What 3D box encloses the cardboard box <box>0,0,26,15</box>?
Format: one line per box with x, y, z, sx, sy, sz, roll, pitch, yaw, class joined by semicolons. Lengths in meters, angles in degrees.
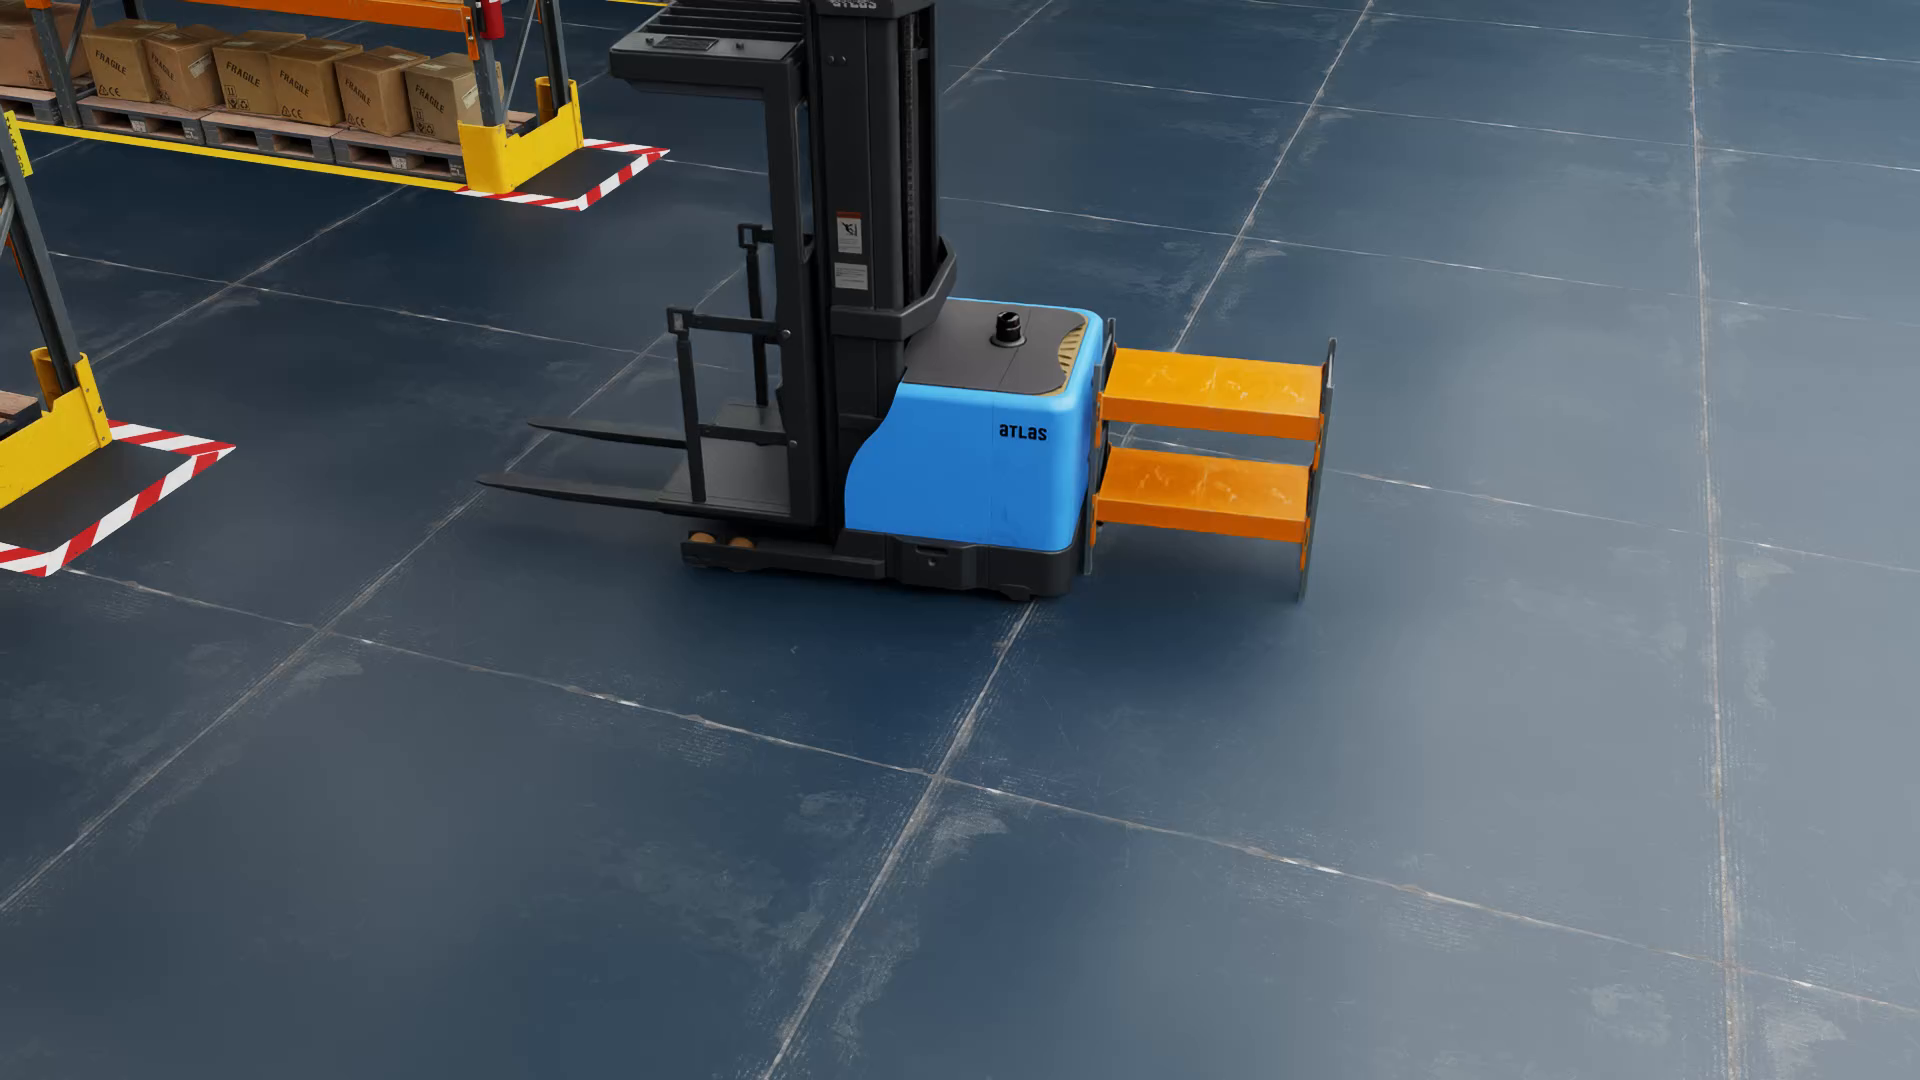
-7.998;-4.183;13.862;0.500;0.500;0.700;11;34;16;cardboard box

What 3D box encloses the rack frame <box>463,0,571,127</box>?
-3.219;-4.096;11.828;0.127;3.000;1.000;11;34;16;rack frame

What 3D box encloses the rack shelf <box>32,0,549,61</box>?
-5.102;-4.160;12.590;4.000;0.370;1.077;11;34;16;rack shelf

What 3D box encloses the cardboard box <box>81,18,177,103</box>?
-6.622;-3.860;13.381;0.500;0.500;0.500;10;34;15;cardboard box

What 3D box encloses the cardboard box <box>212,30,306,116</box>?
-5.469;-3.686;13.111;0.500;0.500;0.500;8;34;12;cardboard box

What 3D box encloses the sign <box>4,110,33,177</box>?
-4.701;-1.963;8.270;0.005;0.325;0.100;11;34;16;sign

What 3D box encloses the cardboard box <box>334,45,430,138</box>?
-4.376;-3.437;12.725;0.500;0.500;0.500;21;38;29;cardboard box

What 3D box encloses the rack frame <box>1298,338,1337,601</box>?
1.655;-0.319;7.706;0.032;1.125;0.500;7;33;10;rack frame

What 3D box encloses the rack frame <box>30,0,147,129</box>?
-6.985;-4.828;12.962;0.127;3.000;1.000;11;34;16;rack frame

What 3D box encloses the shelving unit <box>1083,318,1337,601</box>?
1.157;-0.376;7.795;1.048;1.125;0.538;7;33;10;shelving unit

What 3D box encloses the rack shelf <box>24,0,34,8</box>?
-8.868;-4.892;13.724;4.000;0.370;1.077;11;34;16;rack shelf

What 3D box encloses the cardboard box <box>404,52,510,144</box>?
-3.802;-3.345;12.583;0.500;0.500;0.500;18;37;25;cardboard box

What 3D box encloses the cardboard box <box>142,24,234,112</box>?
-6.080;-3.760;13.225;0.500;0.500;0.500;23;39;31;cardboard box

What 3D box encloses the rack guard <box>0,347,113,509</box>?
-4.978;-0.507;8.574;0.348;0.500;1.175;11;34;16;rack guard

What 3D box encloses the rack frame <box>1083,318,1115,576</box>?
0.660;-0.433;7.884;0.032;1.125;0.500;7;33;10;rack frame

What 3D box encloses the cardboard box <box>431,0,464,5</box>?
-3.557;-3.937;11.814;0.250;0.149;0.380;11;34;16;cardboard box

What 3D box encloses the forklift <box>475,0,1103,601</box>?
-0.872;-1.347;7.633;3.031;2.935;1.130;7;33;10;forklift

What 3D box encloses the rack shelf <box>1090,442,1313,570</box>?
1.157;-0.171;7.928;1.000;0.278;0.538;7;33;10;rack shelf

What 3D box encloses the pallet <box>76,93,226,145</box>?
-6.341;-3.551;13.556;1.213;0.211;1.003;11;34;16;pallet

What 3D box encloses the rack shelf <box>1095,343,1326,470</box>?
1.157;-0.622;7.636;1.000;0.278;0.538;7;33;10;rack shelf

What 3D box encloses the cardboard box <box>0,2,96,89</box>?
-7.556;-4.086;13.712;0.500;0.500;0.700;8;34;13;cardboard box

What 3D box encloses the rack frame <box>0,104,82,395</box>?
-4.890;-1.567;7.911;0.127;3.000;1.000;11;34;16;rack frame

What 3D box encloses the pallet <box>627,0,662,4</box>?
-3.375;-5.769;16.991;1.213;0.211;1.003;11;34;16;pallet

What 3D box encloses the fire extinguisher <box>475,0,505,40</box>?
-3.267;-3.807;11.452;0.183;0.674;0.296;11;34;16;fire extinguisher

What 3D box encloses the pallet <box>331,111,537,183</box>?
-4.044;-3.105;12.864;1.213;0.211;1.003;11;34;16;pallet

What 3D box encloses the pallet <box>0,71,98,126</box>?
-7.718;-3.798;13.938;1.213;0.211;1.003;11;34;16;pallet

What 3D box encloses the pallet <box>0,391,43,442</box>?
-5.741;-0.537;8.886;1.213;0.211;1.003;11;34;16;pallet

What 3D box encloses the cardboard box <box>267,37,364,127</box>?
-4.959;-3.561;12.917;0.500;0.500;0.500;14;35;21;cardboard box

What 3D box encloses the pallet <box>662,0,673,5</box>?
-2.230;-5.545;16.644;1.213;0.211;1.003;11;34;16;pallet

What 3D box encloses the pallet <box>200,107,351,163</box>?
-5.188;-3.329;13.212;1.213;0.211;1.003;11;34;16;pallet

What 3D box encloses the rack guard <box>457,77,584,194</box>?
-3.291;-3.060;12.528;0.348;0.500;1.175;11;34;16;rack guard

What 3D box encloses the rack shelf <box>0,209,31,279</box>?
-6.773;-1.631;8.673;4.000;0.370;1.077;11;34;16;rack shelf
